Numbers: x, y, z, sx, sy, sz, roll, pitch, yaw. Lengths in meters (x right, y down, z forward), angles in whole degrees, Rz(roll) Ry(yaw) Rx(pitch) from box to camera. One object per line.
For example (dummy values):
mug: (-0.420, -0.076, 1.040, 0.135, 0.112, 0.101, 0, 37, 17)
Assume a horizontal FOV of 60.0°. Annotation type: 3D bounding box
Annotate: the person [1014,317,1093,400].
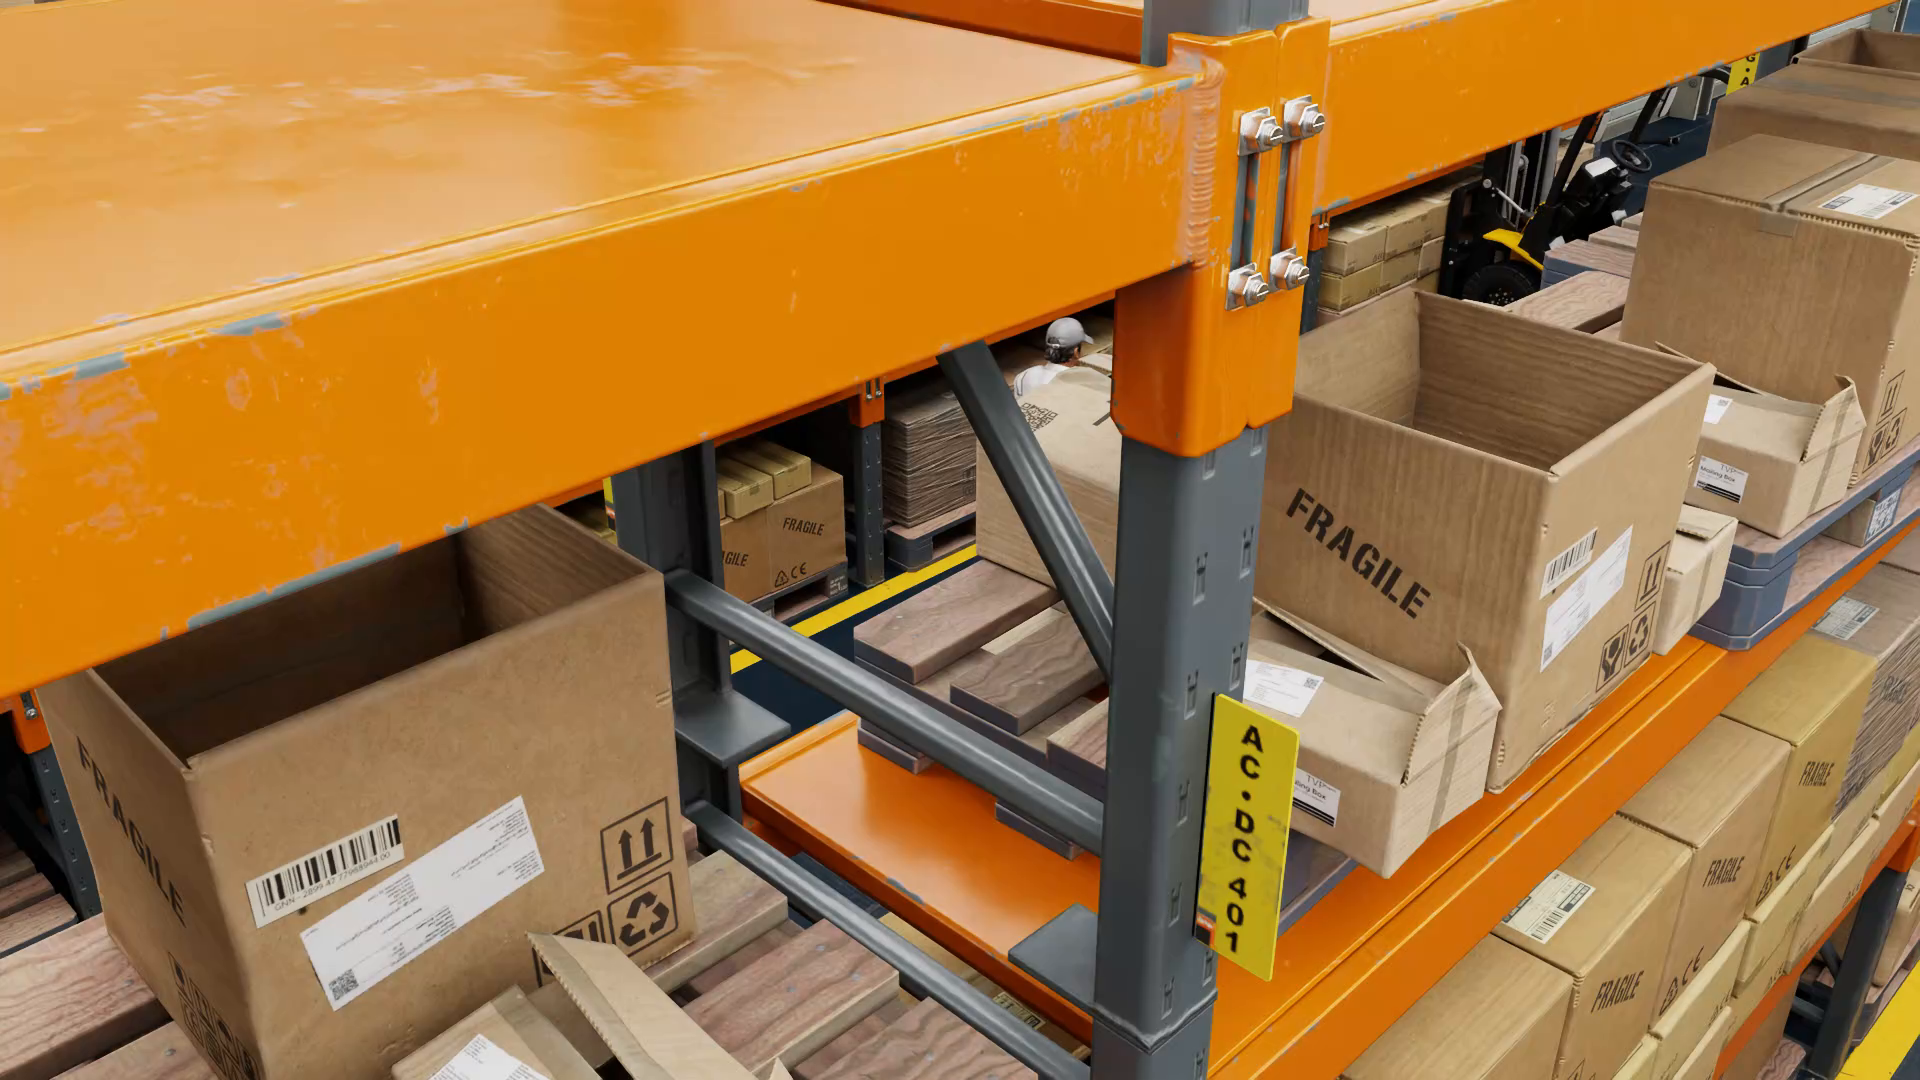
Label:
person: (0.484, -0.271, 8.126, 0.545, 1.665, 0.465, 21, 35, 35)
